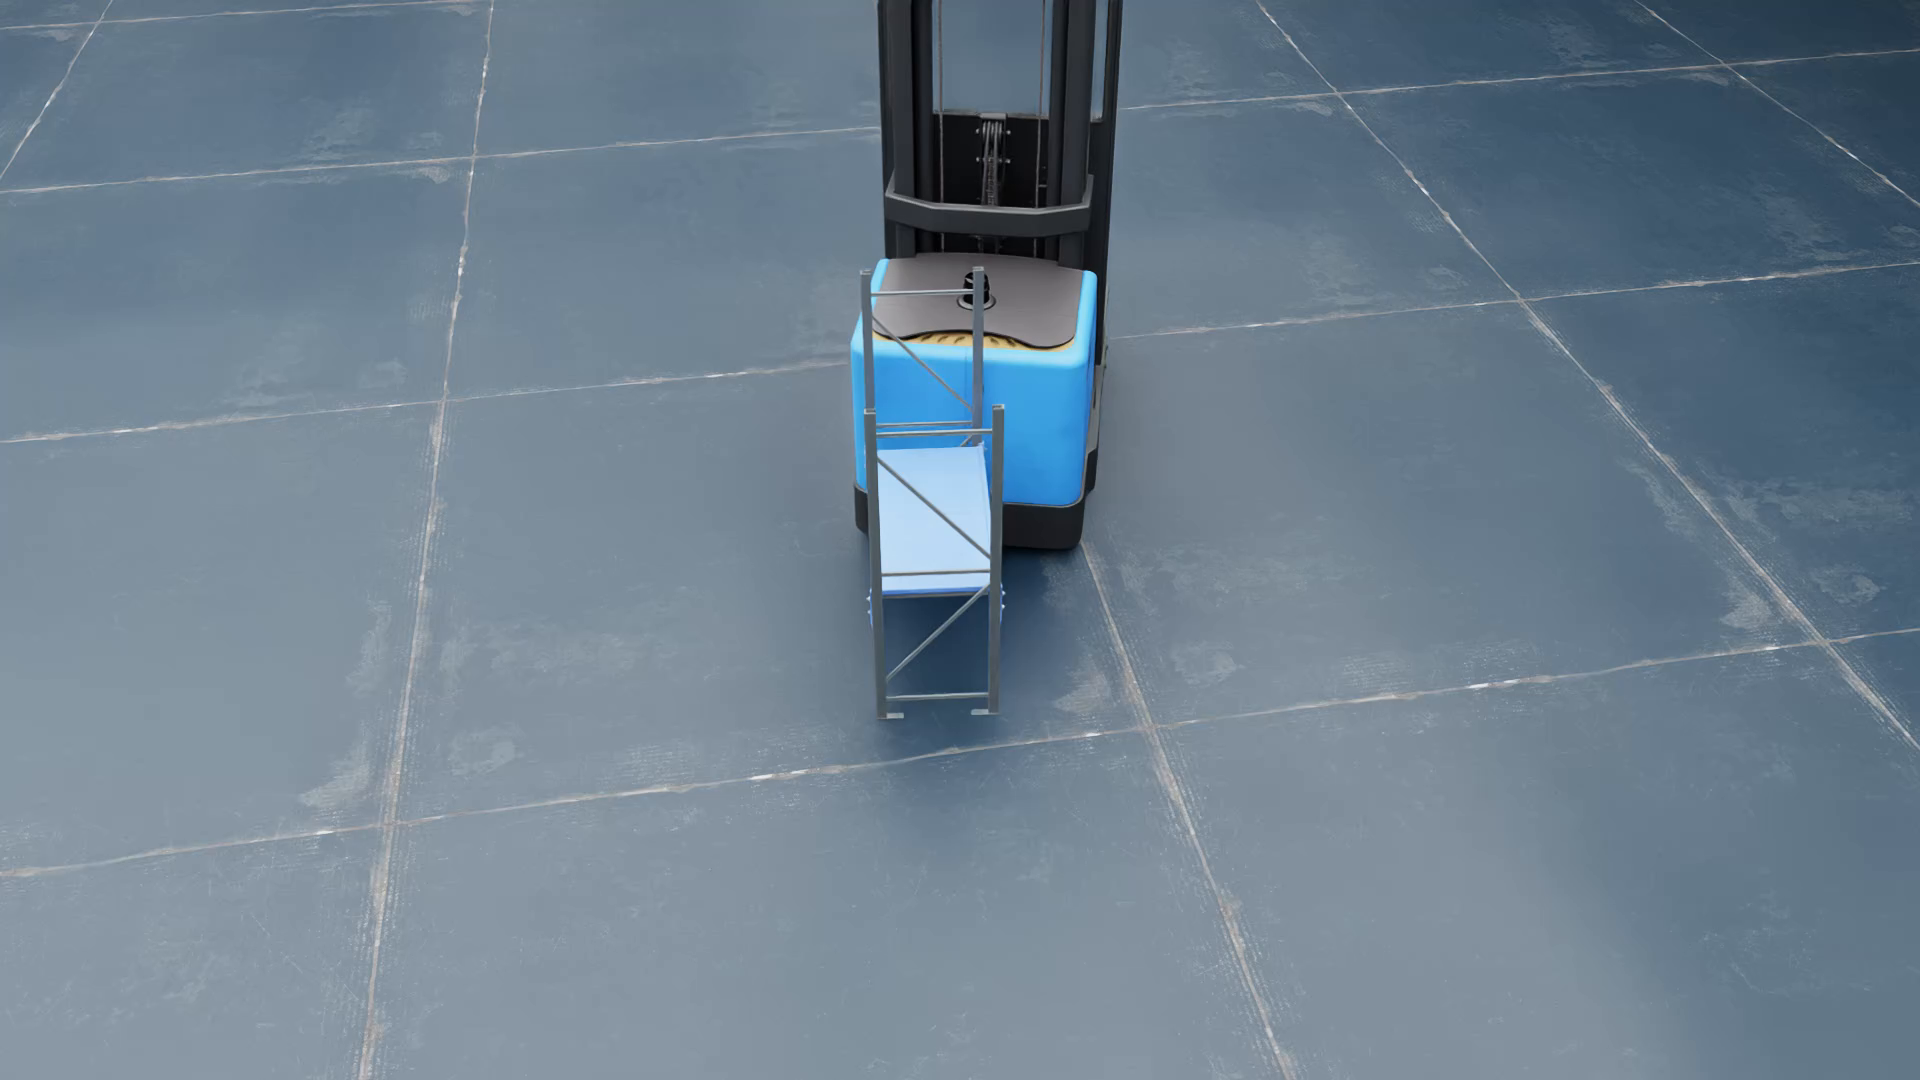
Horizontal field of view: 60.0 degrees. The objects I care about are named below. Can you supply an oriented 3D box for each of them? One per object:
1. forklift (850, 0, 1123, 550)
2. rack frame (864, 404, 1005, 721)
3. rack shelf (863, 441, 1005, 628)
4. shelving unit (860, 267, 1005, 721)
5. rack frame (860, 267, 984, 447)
[{"bbox_3d":[0.207,-2.010,7.949,1.130,2.935,3.031,4,38,6],"label":"forklift"},{"bbox_3d":[-0.092,0.127,6.364,0.500,1.500,0.032,-2,38,-3],"label":"rack frame"},{"bbox_3d":[-0.123,-0.042,6.875,0.538,0.185,1.000,-2,38,-3],"label":"rack shelf"},{"bbox_3d":[-0.123,-0.184,6.764,0.538,1.500,1.048,-2,38,-3],"label":"shelving unit"},{"bbox_3d":[-0.153,-0.495,7.165,0.500,1.500,0.032,-2,38,-3],"label":"rack frame"}]
